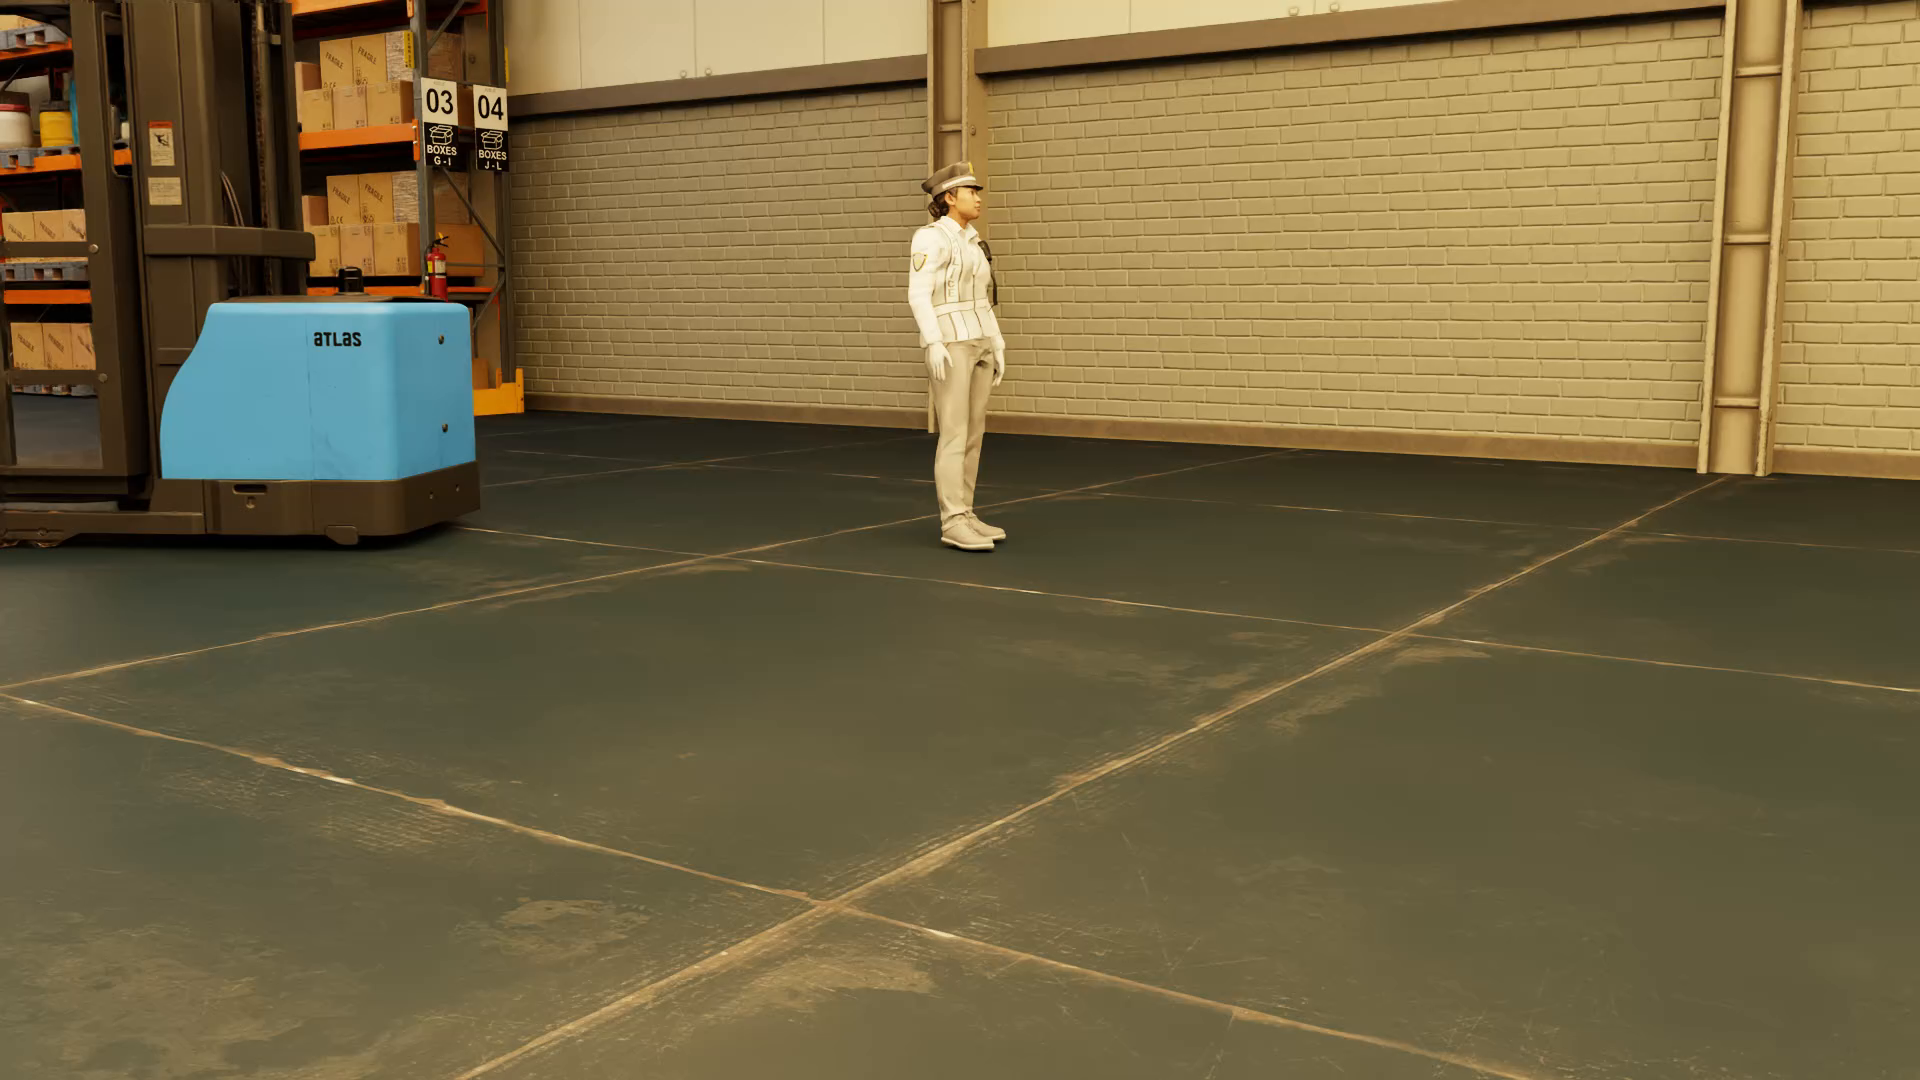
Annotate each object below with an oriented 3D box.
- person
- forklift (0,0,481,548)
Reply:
[{"bbox_3d":[0.053,-0.840,7.439,0.530,1.694,0.586,5,10,34],"label":"person"},{"bbox_3d":[-3.897,-1.488,7.660,3.031,2.935,1.130,1,8,5],"label":"forklift"}]
